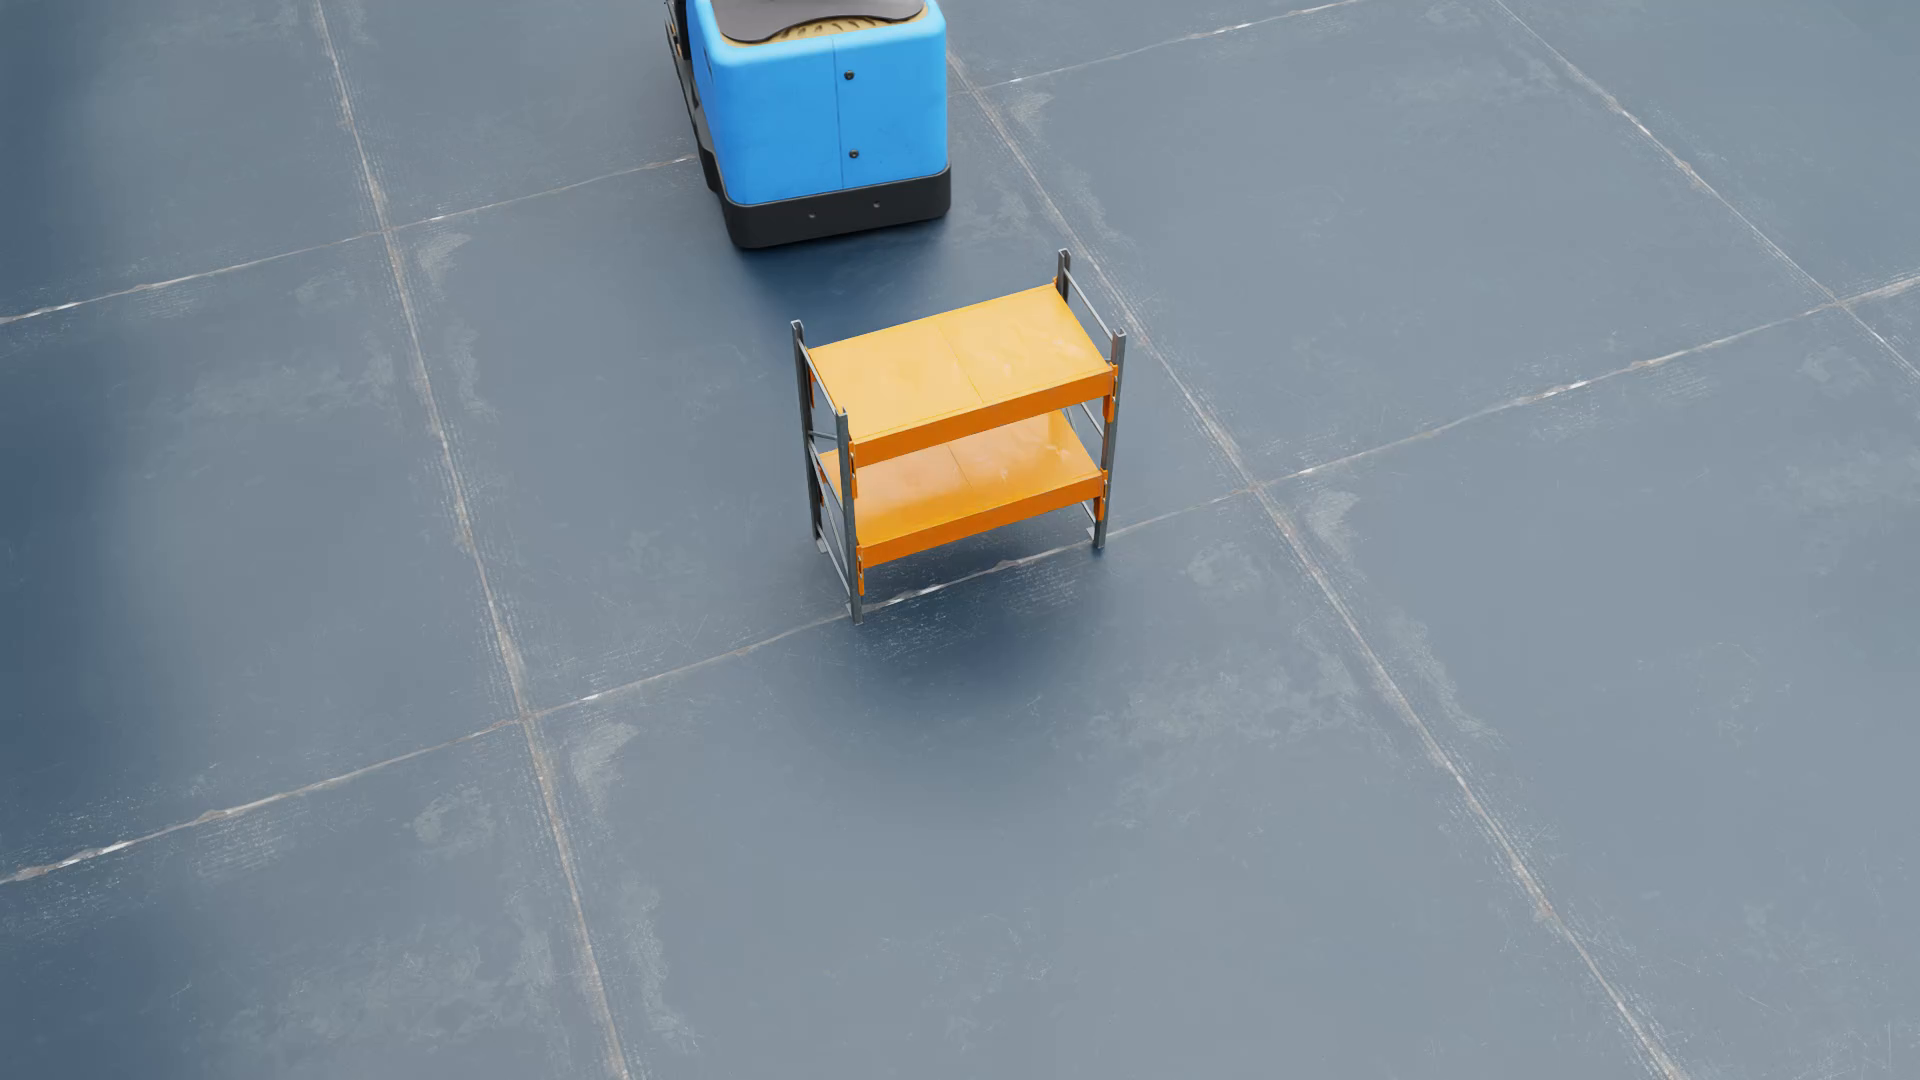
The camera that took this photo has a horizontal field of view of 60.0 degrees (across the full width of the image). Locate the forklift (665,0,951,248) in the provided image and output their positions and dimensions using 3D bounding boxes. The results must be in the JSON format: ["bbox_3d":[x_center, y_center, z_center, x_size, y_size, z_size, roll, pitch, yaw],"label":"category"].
[{"bbox_3d":[-0.920,-3.442,7.615,1.130,2.935,3.031,-12,50,-10],"label":"forklift"}]

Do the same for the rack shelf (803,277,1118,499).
[{"bbox_3d":[-0.006,-0.555,5.940,1.000,0.278,0.538,-17,52,-14],"label":"rack shelf"}]

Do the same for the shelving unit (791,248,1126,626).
[{"bbox_3d":[-0.006,-0.365,6.162,1.048,1.125,0.538,-17,52,-14],"label":"shelving unit"}]

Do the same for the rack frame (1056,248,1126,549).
[{"bbox_3d":[0.464,-0.510,6.288,0.032,1.125,0.500,-17,52,-14],"label":"rack frame"}]

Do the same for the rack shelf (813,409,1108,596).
[{"bbox_3d":[-0.006,-0.205,6.348,1.000,0.278,0.538,-17,52,-14],"label":"rack shelf"}]

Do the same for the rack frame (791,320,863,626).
[{"bbox_3d":[-0.477,-0.219,6.037,0.032,1.125,0.500,-17,52,-14],"label":"rack frame"}]
